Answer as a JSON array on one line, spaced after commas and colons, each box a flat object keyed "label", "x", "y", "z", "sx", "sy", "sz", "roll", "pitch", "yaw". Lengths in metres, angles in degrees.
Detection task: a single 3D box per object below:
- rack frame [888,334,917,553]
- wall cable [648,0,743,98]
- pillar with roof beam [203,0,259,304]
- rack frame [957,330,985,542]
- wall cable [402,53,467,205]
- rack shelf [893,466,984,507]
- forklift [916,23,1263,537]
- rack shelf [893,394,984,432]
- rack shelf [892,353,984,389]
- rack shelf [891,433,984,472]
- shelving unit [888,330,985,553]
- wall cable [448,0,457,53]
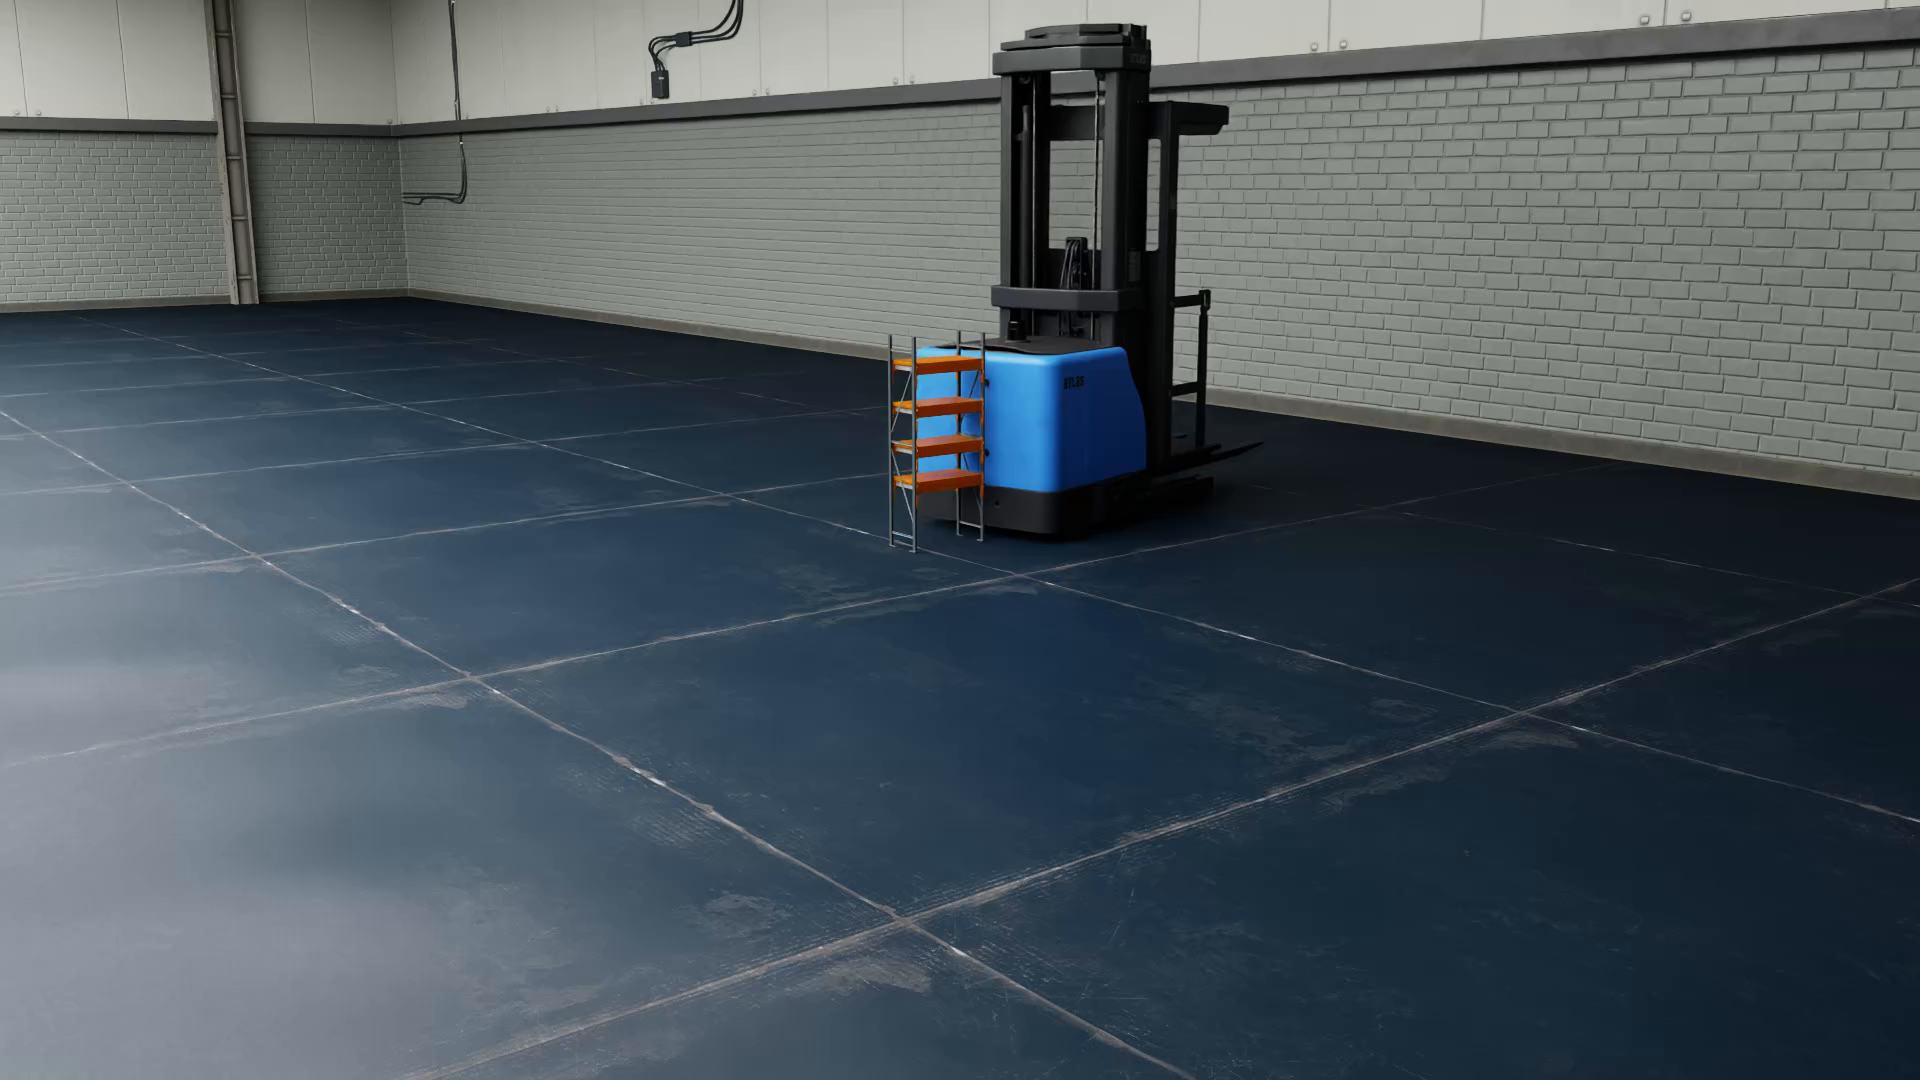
[{"label": "rack frame", "x": -0.320, "y": -0.534, "z": 9.254, "sx": 0.015, "sy": 1.200, "sz": 0.240, "roll": -9, "pitch": 15, "yaw": -38}, {"label": "wall cable", "x": -3.496, "y": -8.840, "z": 21.408, "sx": 0.169, "sy": 6.003, "sz": 2.305, "roll": -9, "pitch": 15, "yaw": -38}, {"label": "pillar with roof beam", "x": -9.851, "y": -7.852, "z": 24.944, "sx": 0.400, "sy": 9.000, "sz": 9.100, "roll": -9, "pitch": 15, "yaw": -38}, {"label": "rack frame", "x": 0.061, "y": -0.597, "z": 9.552, "sx": 0.015, "sy": 1.200, "sz": 0.240, "roll": -9, "pitch": 15, "yaw": -38}, {"label": "wall cable", "x": -9.414, "y": -7.200, "z": 29.345, "sx": 0.112, "sy": 2.526, "sz": 3.097, "roll": -9, "pitch": 15, "yaw": -38}, {"label": "rack shelf", "x": -0.129, "y": -0.305, "z": 9.458, "sx": 0.480, "sy": 0.148, "sz": 0.258, "roll": -9, "pitch": 15, "yaw": -38}, {"label": "forklift", "x": 0.997, "y": -1.706, "z": 10.607, "sx": 1.130, "sy": 2.935, "sz": 3.031, "roll": 9, "pitch": 15, "yaw": 35}, {"label": "rack shelf", "x": -0.129, "y": -0.718, "z": 9.370, "sx": 0.480, "sy": 0.148, "sz": 0.258, "roll": -9, "pitch": 15, "yaw": -38}, {"label": "rack shelf", "x": -0.129, "y": -0.950, "z": 9.321, "sx": 0.480, "sy": 0.148, "sz": 0.258, "roll": -9, "pitch": 15, "yaw": -38}, {"label": "rack shelf", "x": -0.129, "y": -0.500, "z": 9.417, "sx": 0.480, "sy": 0.148, "sz": 0.258, "roll": -9, "pitch": 15, "yaw": -38}, {"label": "shelving unit", "x": -0.129, "y": -0.565, "z": 9.403, "sx": 0.503, "sy": 1.200, "sz": 0.258, "roll": -9, "pitch": 15, "yaw": -38}, {"label": "wall cable", "x": -7.724, "y": -9.231, "z": 26.754, "sx": 0.112, "sy": 2.526, "sz": 3.097, "roll": -9, "pitch": 15, "yaw": -38}]
